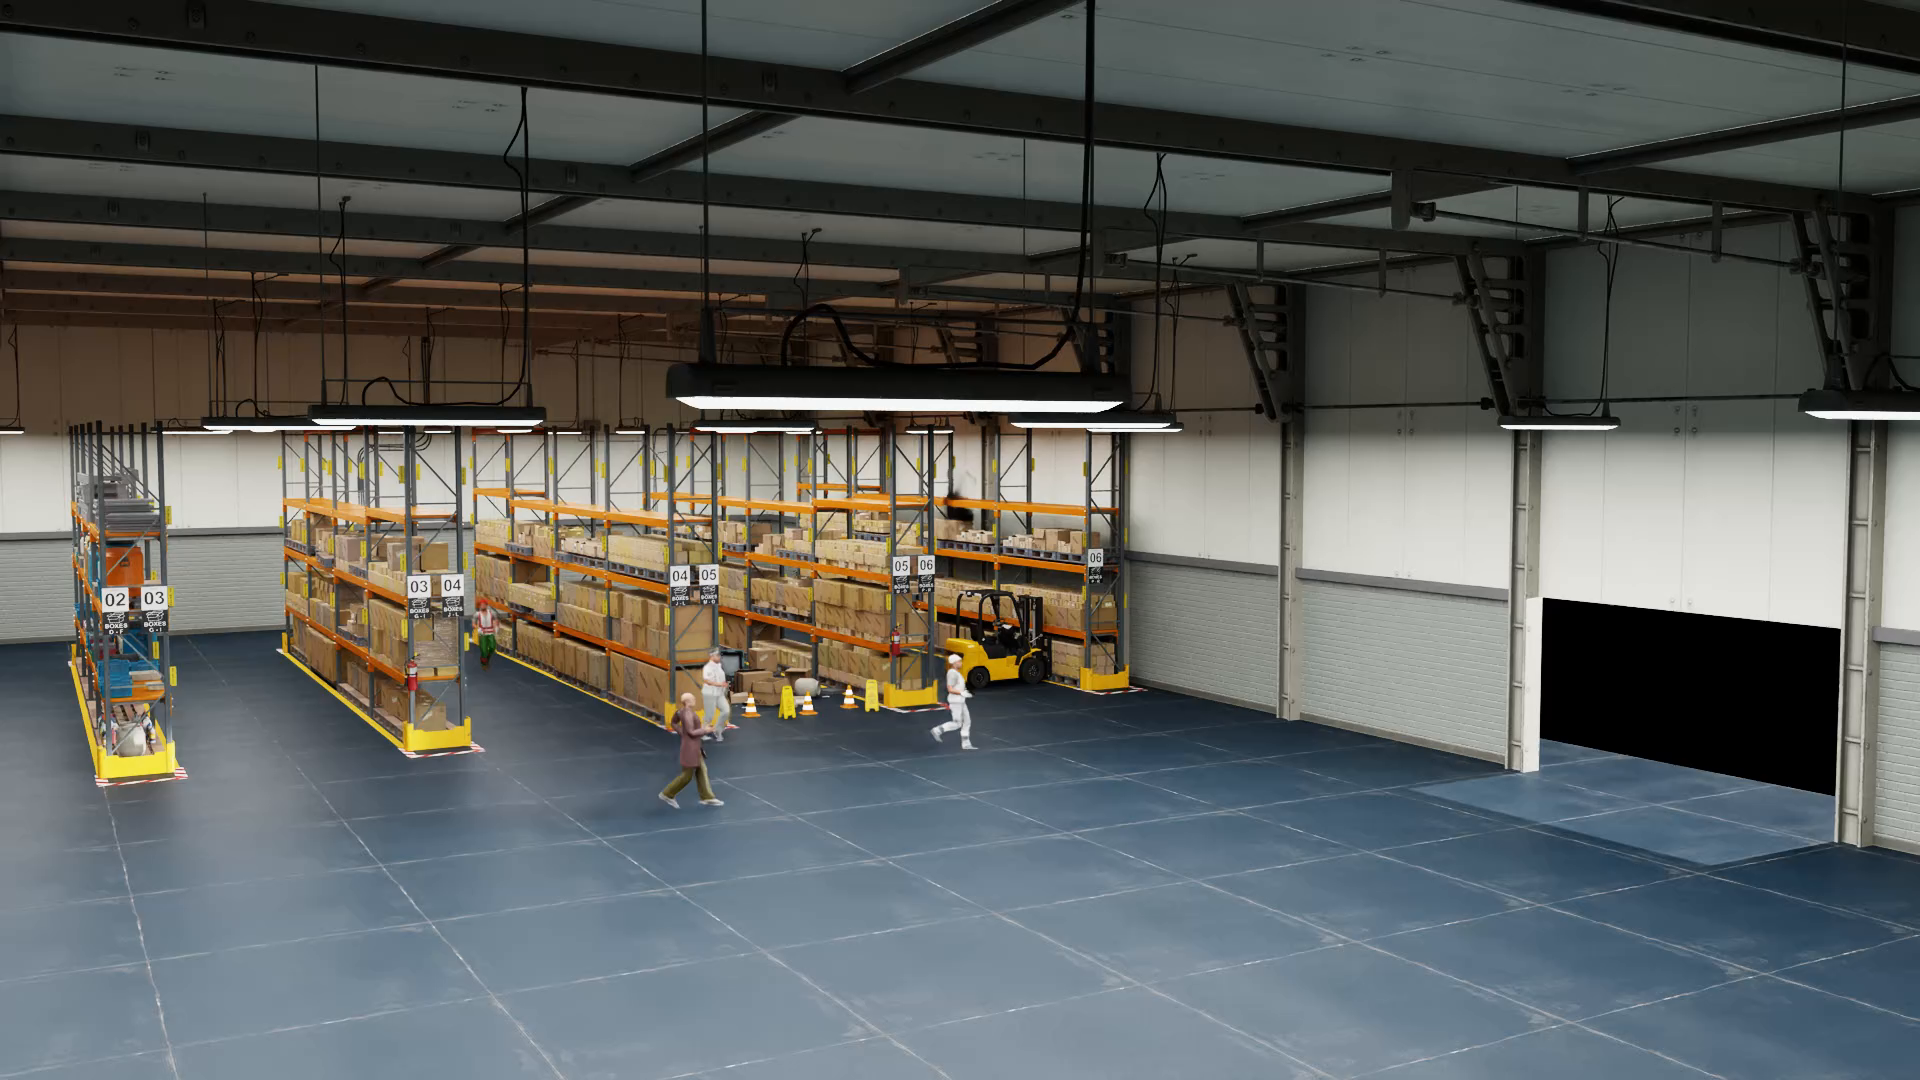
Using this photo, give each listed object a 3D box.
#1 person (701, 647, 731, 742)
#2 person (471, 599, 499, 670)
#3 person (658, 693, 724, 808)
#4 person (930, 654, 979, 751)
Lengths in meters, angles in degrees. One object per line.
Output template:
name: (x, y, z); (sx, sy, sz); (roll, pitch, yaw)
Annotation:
person: (-4.598, 2.931, 31.264); (0.743, 1.847, 0.683); (2, 4, 23)
person: (-11.611, 2.327, 40.742); (0.673, 1.739, 0.585); (-2, 4, -25)
person: (-4.125, 3.219, 25.463); (1.000, 1.770, 0.710); (-1, 4, -12)
person: (-0.093, 2.963, 30.326); (0.888, 1.769, 0.655); (1, 4, 8)
